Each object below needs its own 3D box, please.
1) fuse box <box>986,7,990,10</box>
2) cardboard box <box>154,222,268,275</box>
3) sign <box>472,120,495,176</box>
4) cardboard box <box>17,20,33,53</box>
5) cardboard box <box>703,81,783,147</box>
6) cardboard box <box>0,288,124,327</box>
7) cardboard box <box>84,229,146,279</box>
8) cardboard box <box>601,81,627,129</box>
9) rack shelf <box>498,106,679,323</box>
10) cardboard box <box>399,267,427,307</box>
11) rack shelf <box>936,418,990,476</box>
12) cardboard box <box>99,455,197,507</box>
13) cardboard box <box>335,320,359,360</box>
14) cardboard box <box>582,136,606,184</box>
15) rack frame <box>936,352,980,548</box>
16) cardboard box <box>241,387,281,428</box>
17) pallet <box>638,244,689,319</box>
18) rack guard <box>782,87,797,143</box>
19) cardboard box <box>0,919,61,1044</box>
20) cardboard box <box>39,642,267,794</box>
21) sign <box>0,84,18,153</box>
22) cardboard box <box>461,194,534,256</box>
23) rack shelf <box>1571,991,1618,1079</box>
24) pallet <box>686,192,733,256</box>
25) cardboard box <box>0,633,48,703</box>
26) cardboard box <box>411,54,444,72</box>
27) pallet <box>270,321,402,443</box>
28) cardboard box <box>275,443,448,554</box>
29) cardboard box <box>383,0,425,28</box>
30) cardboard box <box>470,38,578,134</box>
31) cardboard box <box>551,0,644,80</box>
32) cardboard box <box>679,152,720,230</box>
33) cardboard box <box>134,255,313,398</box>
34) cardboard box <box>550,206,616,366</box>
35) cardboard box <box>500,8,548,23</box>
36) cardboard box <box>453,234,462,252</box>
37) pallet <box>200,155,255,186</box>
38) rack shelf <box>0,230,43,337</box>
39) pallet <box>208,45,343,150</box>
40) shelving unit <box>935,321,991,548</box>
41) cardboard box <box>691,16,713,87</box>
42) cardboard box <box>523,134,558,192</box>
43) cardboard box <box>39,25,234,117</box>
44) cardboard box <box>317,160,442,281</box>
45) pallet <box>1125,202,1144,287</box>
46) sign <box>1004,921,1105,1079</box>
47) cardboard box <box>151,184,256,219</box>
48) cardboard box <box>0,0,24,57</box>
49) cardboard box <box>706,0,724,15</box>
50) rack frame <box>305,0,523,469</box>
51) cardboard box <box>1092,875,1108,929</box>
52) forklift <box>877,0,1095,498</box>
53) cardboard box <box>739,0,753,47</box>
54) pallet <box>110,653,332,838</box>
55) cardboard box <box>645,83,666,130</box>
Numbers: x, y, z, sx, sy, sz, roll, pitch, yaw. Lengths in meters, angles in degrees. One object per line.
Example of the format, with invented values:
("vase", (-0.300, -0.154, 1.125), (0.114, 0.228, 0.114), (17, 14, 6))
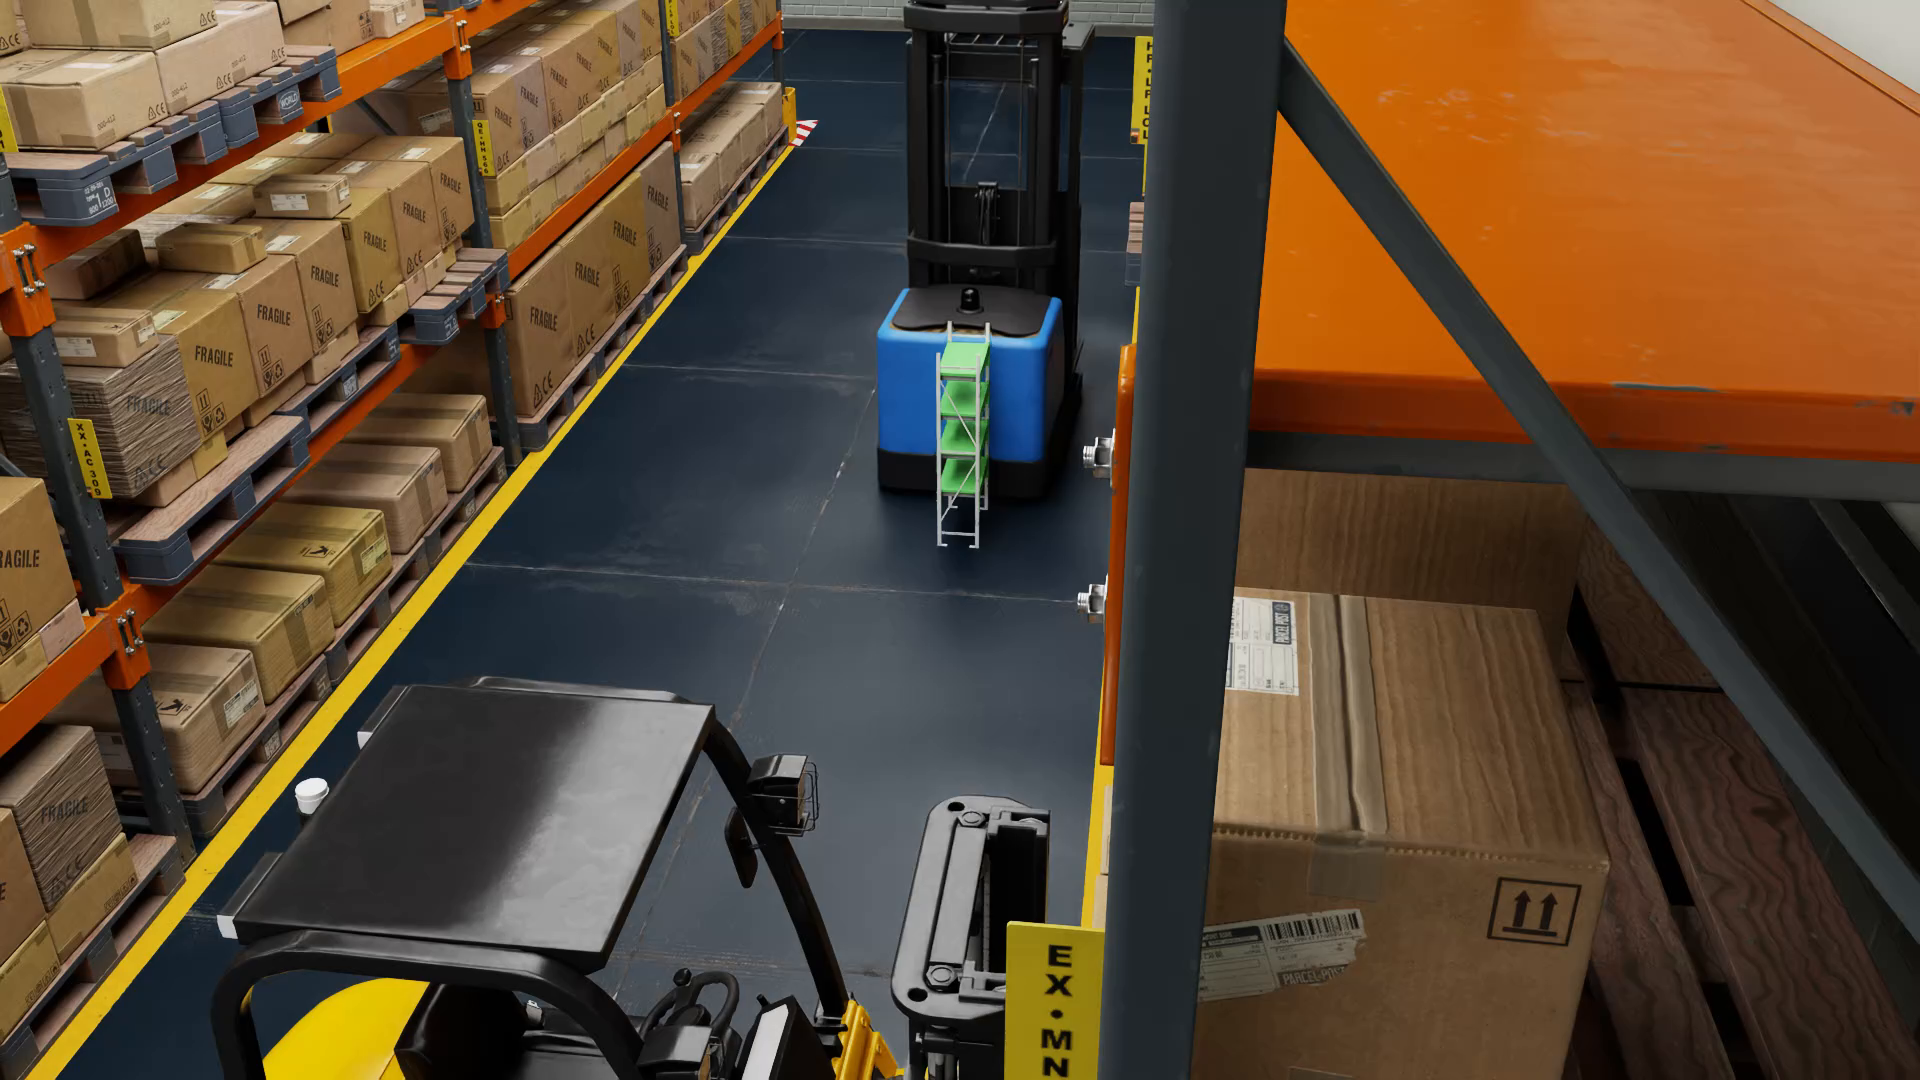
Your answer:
("fuse box", (0.399, -7.496, 21.861), (0.539, 1.711, 0.414), (3, 28, 6))
("cardboard box", (-3.366, -1.314, 7.480), (0.380, 0.149, 0.250), (5, 29, 9))
("sign", (-2.776, -2.281, 9.684), (0.100, 0.325, 0.005), (3, 28, 6))
("cardboard box", (-3.811, -1.911, 6.687), (0.500, 0.250, 0.500), (4, 29, 7))
("cardboard box", (-2.317, -4.339, 16.900), (0.875, 0.438, 0.875), (2, 28, 4))
("cardboard box", (-3.918, -0.774, 7.163), (0.500, 0.500, 0.500), (4, 29, 6))
("cardboard box", (-3.892, -1.282, 7.421), (0.380, 0.149, 0.250), (2, 28, 4))
("cardboard box", (-2.750, -3.168, 12.100), (0.500, 0.250, 0.500), (4, 29, 7))
("rack shelf", (-3.071, -2.458, 11.908), (1.077, 0.370, 4.000), (3, 28, 6))
("cardboard box", (-3.109, -1.370, 8.952), (0.380, 0.149, 0.250), (2, 28, 4))
("rack shelf", (0.020, -0.550, 9.640), (0.258, 0.148, 0.480), (3, 28, 6))
("cardboard box", (-3.425, -0.266, 6.904), (0.380, 0.149, 0.250), (4, 29, 7))
("cardboard box", (-3.234, -1.005, 8.276), (0.380, 0.149, 0.250), (2, 28, 5))
("cardboard box", (-2.834, -2.705, 11.766), (0.500, 0.250, 0.500), (3, 28, 6))
("rack frame", (-0.010, -0.491, 9.397), (0.240, 1.200, 0.015), (3, 28, 6))
("cardboard box", (-3.353, -0.640, 7.597), (0.380, 0.149, 0.250), (4, 29, 7))
("pallet", (-2.845, -2.121, 13.464), (1.003, 0.211, 1.213), (3, 28, 6))
("rack guard", (-2.333, -4.510, 17.594), (1.175, 0.500, 0.348), (3, 28, 6))
("cardboard box", (-3.667, 1.621, 6.036), (0.500, 0.250, 0.500), (3, 28, 5))
("cardboard box", (-3.744, 0.775, 7.477), (0.950, 0.372, 0.625), (4, 29, 7))
("sign", (-3.266, -1.470, 5.609), (0.100, 0.325, 0.005), (3, 28, 6))
("cardboard box", (-3.006, -1.983, 10.426), (0.500, 0.250, 0.500), (3, 28, 5))
("rack shelf", (0.876, 0.274, 3.674), (1.077, 0.370, 4.000), (3, 28, 6))
("pallet", (-2.655, -2.842, 14.802), (1.003, 0.211, 1.213), (3, 28, 6))
("cardboard box", (-3.567, 0.447, 6.022), (0.380, 0.149, 0.250), (4, 29, 7))
("cardboard box", (-3.457, -2.818, 10.658), (0.500, 0.500, 0.500), (4, 29, 7))
("pallet", (-3.518, -0.814, 8.301), (1.003, 0.211, 1.213), (3, 28, 6))
("cardboard box", (-3.477, -0.248, 9.375), (0.950, 0.372, 0.625), (3, 28, 5))
("cardboard box", (-3.146, -2.883, 9.040), (0.380, 0.149, 0.250), (3, 28, 6))
("cardboard box", (-2.883, -3.012, 11.018), (0.500, 0.500, 0.500), (4, 29, 8))
("cardboard box", (-2.687, -3.731, 12.354), (0.500, 0.500, 0.500), (4, 29, 7))
("cardboard box", (-2.642, -3.062, 14.530), (0.875, 0.438, 0.875), (3, 28, 5))
("cardboard box", (-3.329, -0.982, 7.548), (0.500, 0.500, 0.500), (3, 28, 6))
("cardboard box", (-3.035, -1.822, 11.768), (0.875, 0.875, 0.875), (4, 29, 7))
("cardboard box", (-3.264, -3.533, 11.985), (0.500, 0.500, 0.500), (3, 28, 5))
("cardboard box", (-3.122, -1.739, 9.638), (0.380, 0.149, 0.250), (4, 29, 8))
("pallet", (-7.557, -3.622, 16.251), (1.003, 0.211, 1.213), (3, 28, 6))
("rack shelf", (-4.051, -0.013, 4.207), (1.077, 0.370, 4.000), (3, 28, 6))
("pallet", (-3.501, -1.961, 7.262), (1.213, 0.211, 1.003), (3, 28, 6))
("shelving unit", (0.020, -0.606, 9.610), (0.258, 1.200, 0.503), (3, 28, 6))
("cardboard box", (-2.443, -4.202, 14.282), (0.500, 0.500, 0.500), (4, 29, 7))
("cardboard box", (-2.944, -2.455, 10.774), (0.500, 0.250, 0.500), (4, 29, 7))
("cardboard box", (-3.275, -1.880, 6.630), (0.500, 0.250, 0.500), (3, 28, 6))
("cardboard box", (-3.148, -1.719, 8.916), (0.500, 0.500, 0.500), (3, 28, 5))
("pallet", (1.624, -1.785, 10.103), (1.213, 0.211, 1.003), (3, 28, 6))
("sign", (0.094, 0.506, 1.636), (0.100, 0.325, 0.005), (3, 28, 6))
("cardboard box", (-3.716, -1.498, 8.507), (0.500, 0.500, 0.500), (4, 29, 7))
("cardboard box", (-3.861, -1.890, 6.121), (0.500, 0.250, 0.500), (4, 29, 7))
("cardboard box", (-2.385, -4.888, 14.501), (0.500, 0.500, 0.500), (4, 29, 7))
("rack frame", (-3.316, -1.833, 9.990), (1.000, 3.000, 0.127), (3, 28, 6))
("cardboard box", (0.677, 1.372, 5.444), (0.500, 0.250, 0.500), (3, 28, 6))
("forklift", (0.252, -2.221, 10.783), (1.130, 2.935, 3.031), (5, 29, 9))
("cardboard box", (-2.262, -4.922, 15.619), (0.500, 0.500, 0.500), (4, 29, 8))
("pallet", (-3.712, 0.911, 7.837), (1.003, 0.211, 1.213), (3, 28, 6))
("cardboard box", (-2.630, -3.424, 13.101), (0.500, 0.250, 0.500), (3, 28, 5))
